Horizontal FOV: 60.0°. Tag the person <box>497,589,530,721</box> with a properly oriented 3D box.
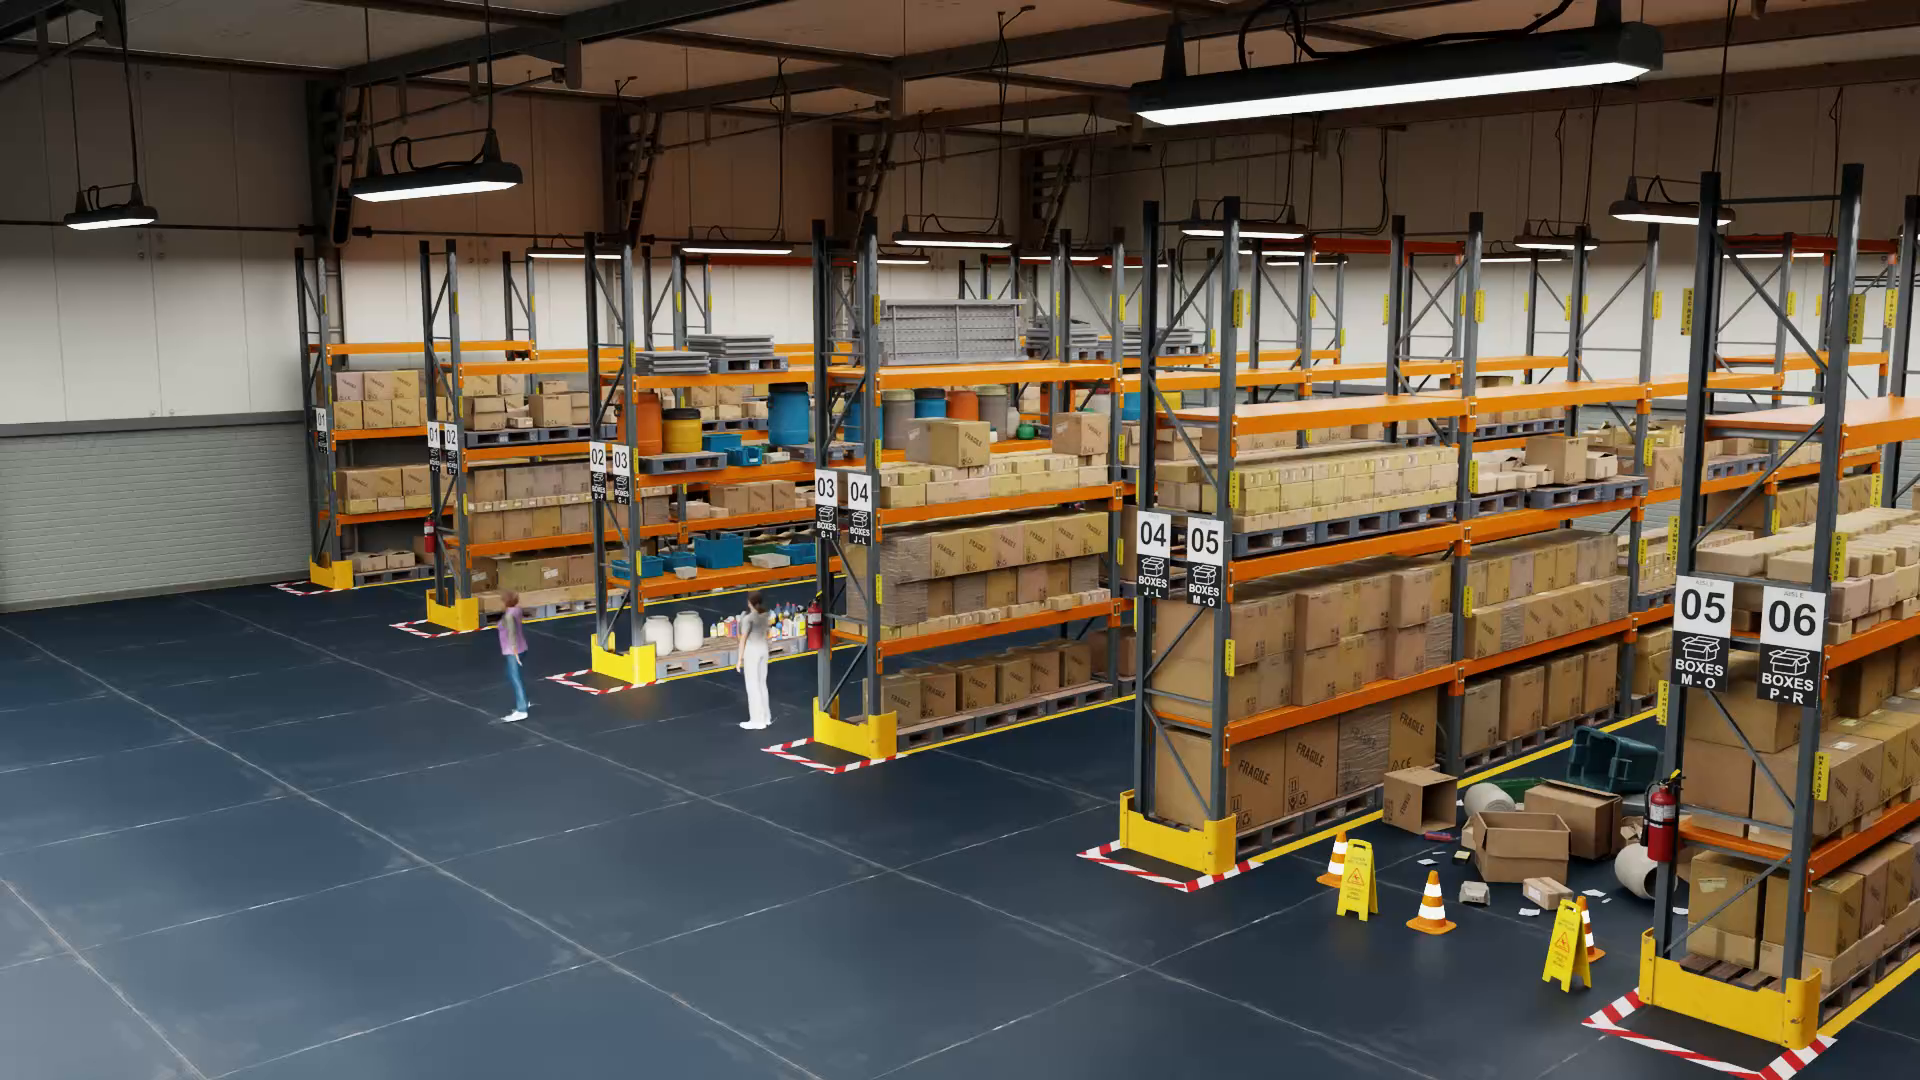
[{"bbox_3d":[-5.468,1.387,20.384,0.334,1.606,0.472,-1,8,-4],"label":"person"}]

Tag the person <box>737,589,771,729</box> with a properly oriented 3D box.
[{"bbox_3d":[-2.459,1.440,19.924,0.375,1.708,0.543,6,10,34],"label":"person"}]
